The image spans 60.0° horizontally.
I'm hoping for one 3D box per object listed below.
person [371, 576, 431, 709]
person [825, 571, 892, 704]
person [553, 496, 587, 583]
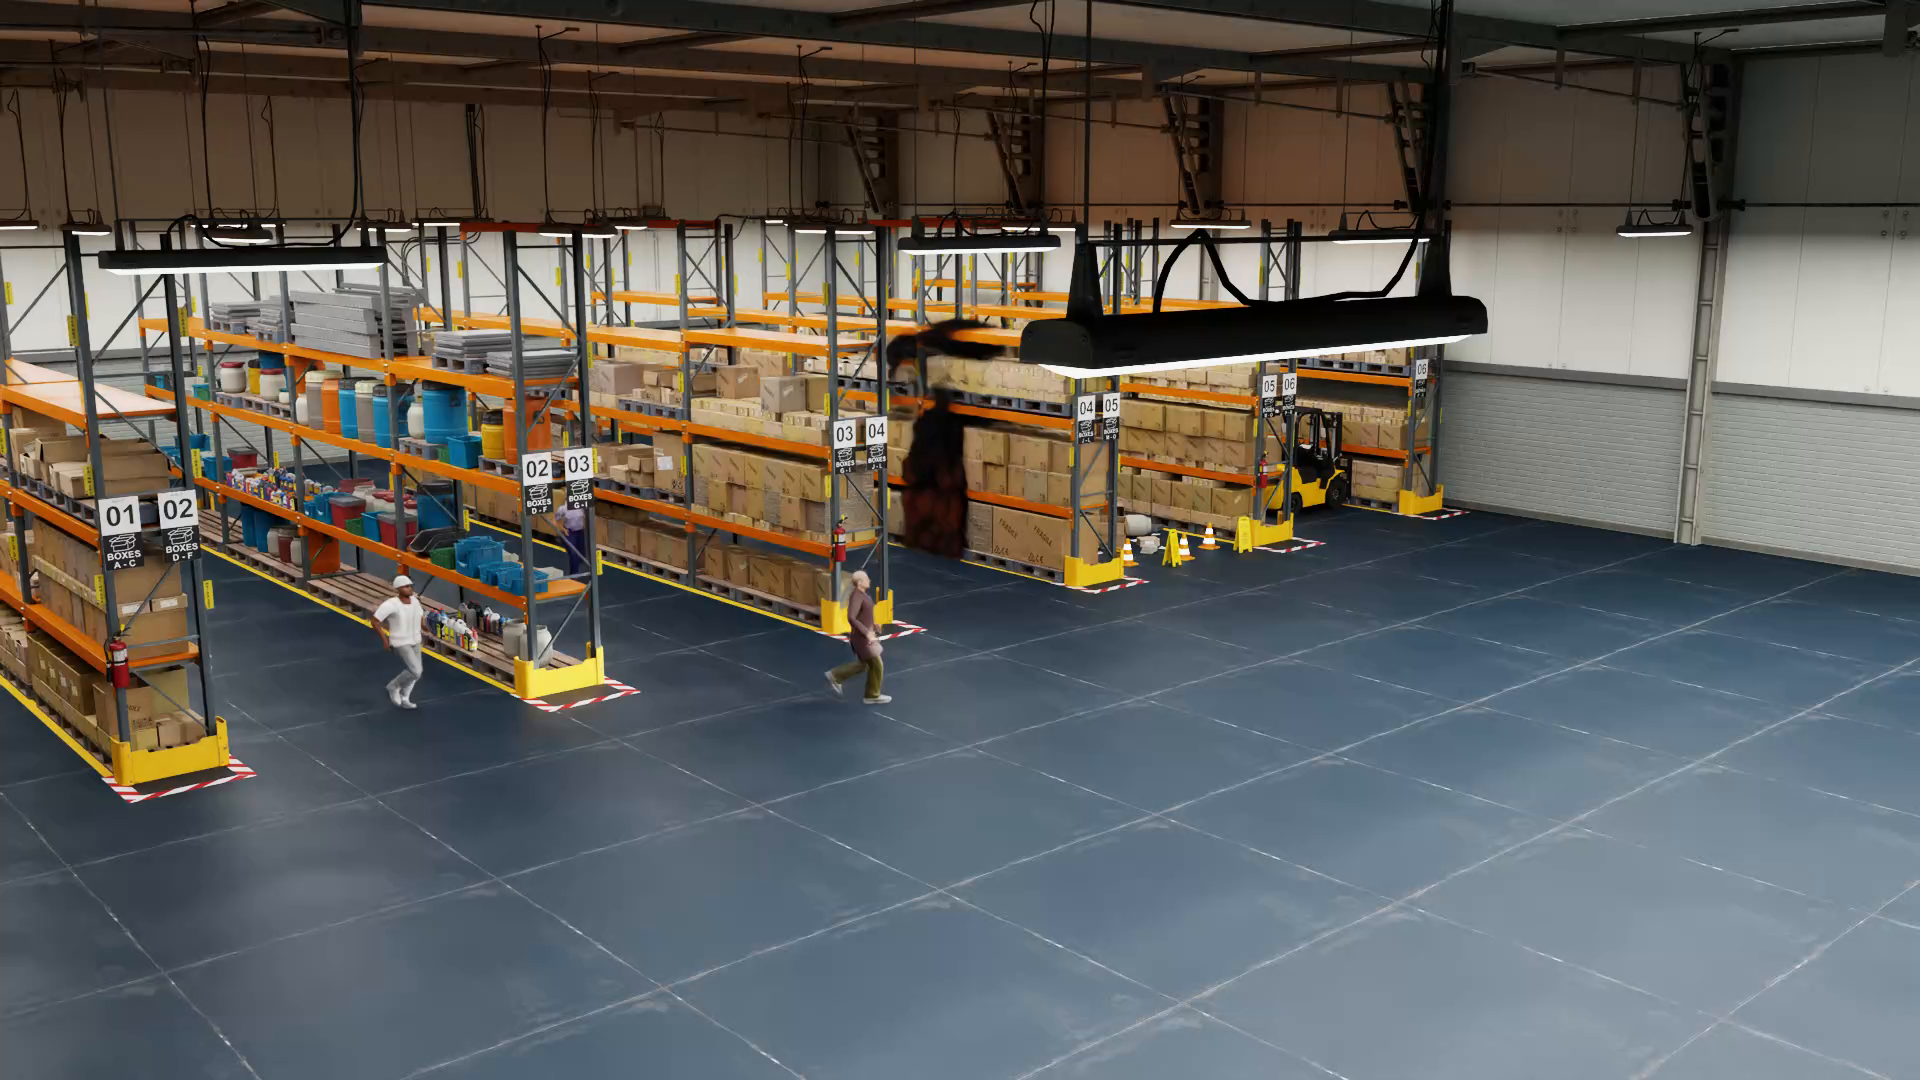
[{"bbox_3d":[-6.982,1.304,21.046,0.591,1.728,0.686,5,13,24],"label":"person"},{"bbox_3d":[-1.306,1.248,21.261,0.859,1.741,0.747,-1,11,-6],"label":"person"},{"bbox_3d":[-6.550,-0.063,28.145,0.608,1.595,0.545,-9,14,-37],"label":"person"}]
